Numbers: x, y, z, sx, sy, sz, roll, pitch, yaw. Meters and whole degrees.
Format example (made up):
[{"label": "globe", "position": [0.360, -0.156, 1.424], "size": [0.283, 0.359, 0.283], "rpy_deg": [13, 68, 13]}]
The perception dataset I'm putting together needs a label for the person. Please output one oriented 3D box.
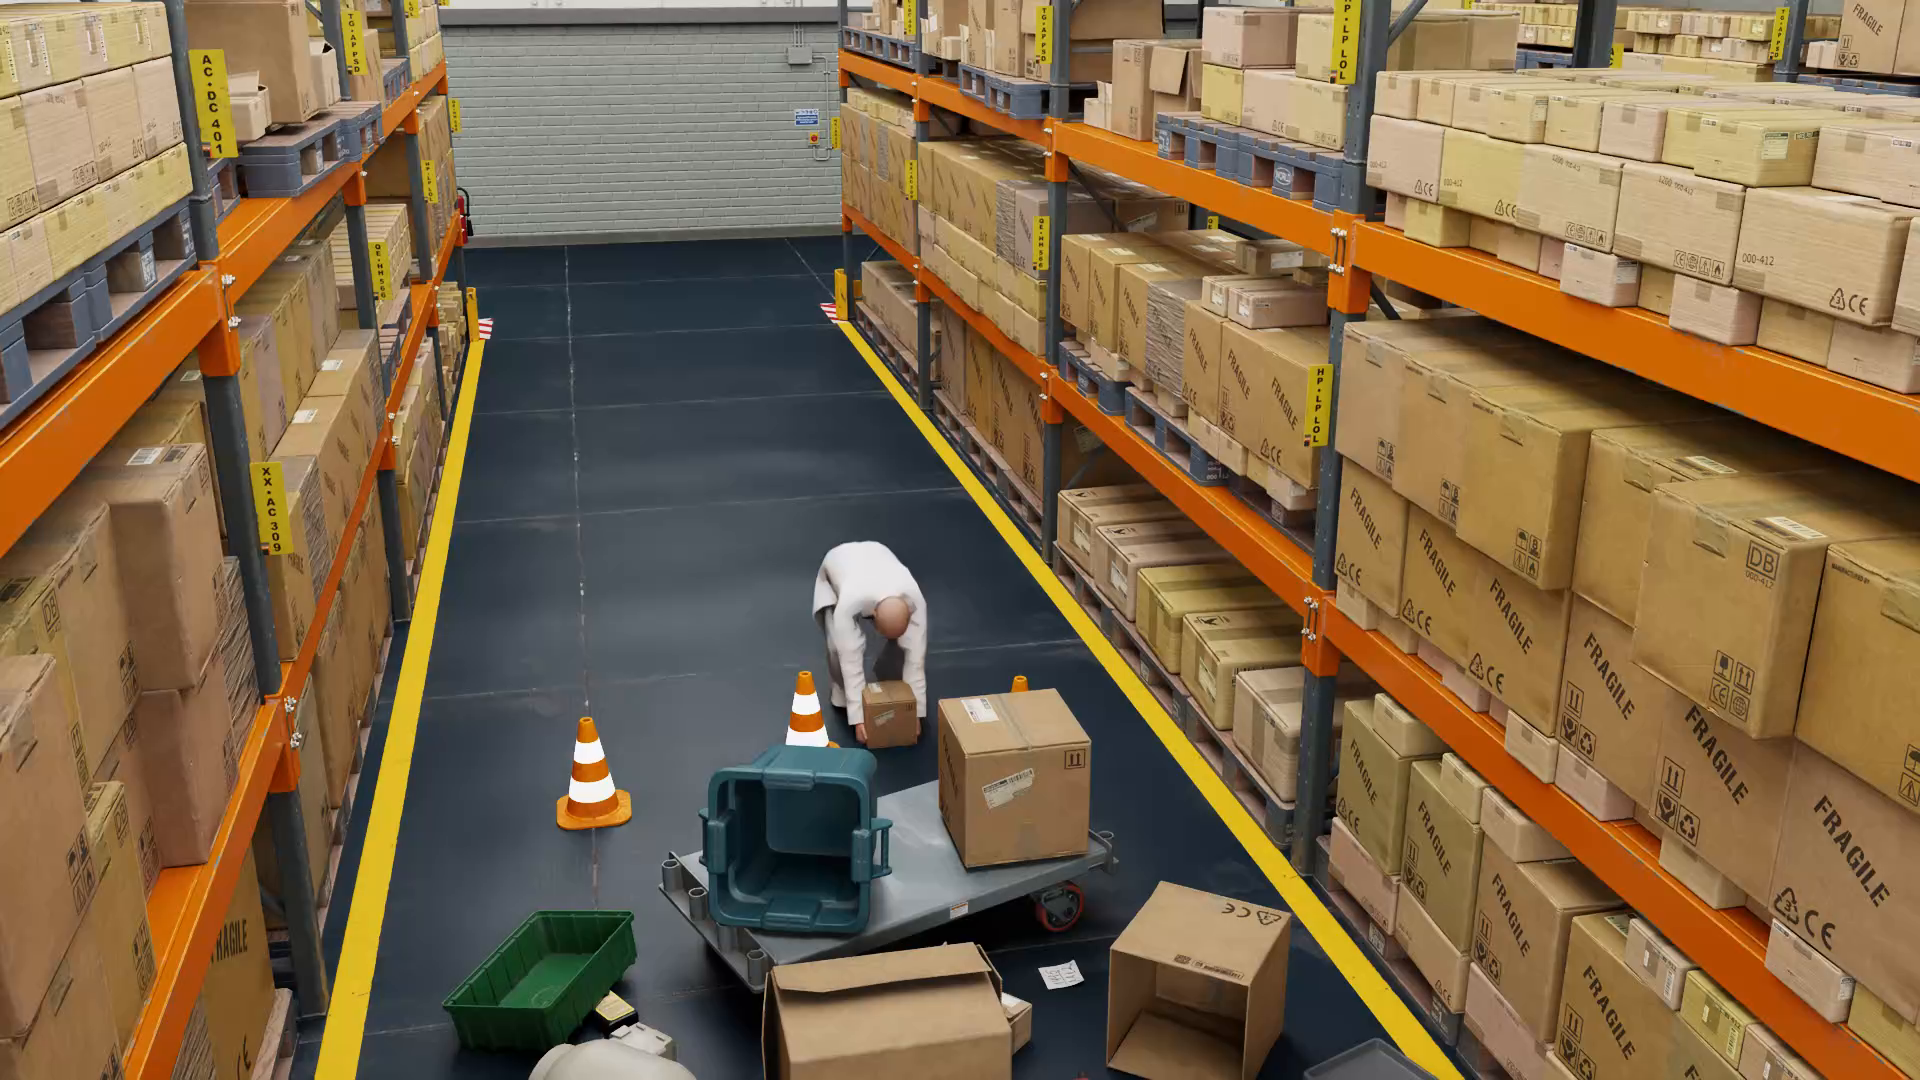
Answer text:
[{"label": "person", "position": [-0.456, 0.489, 8.619], "size": [0.589, 0.874, 0.953], "rpy_deg": [-5, 20, -14]}]
